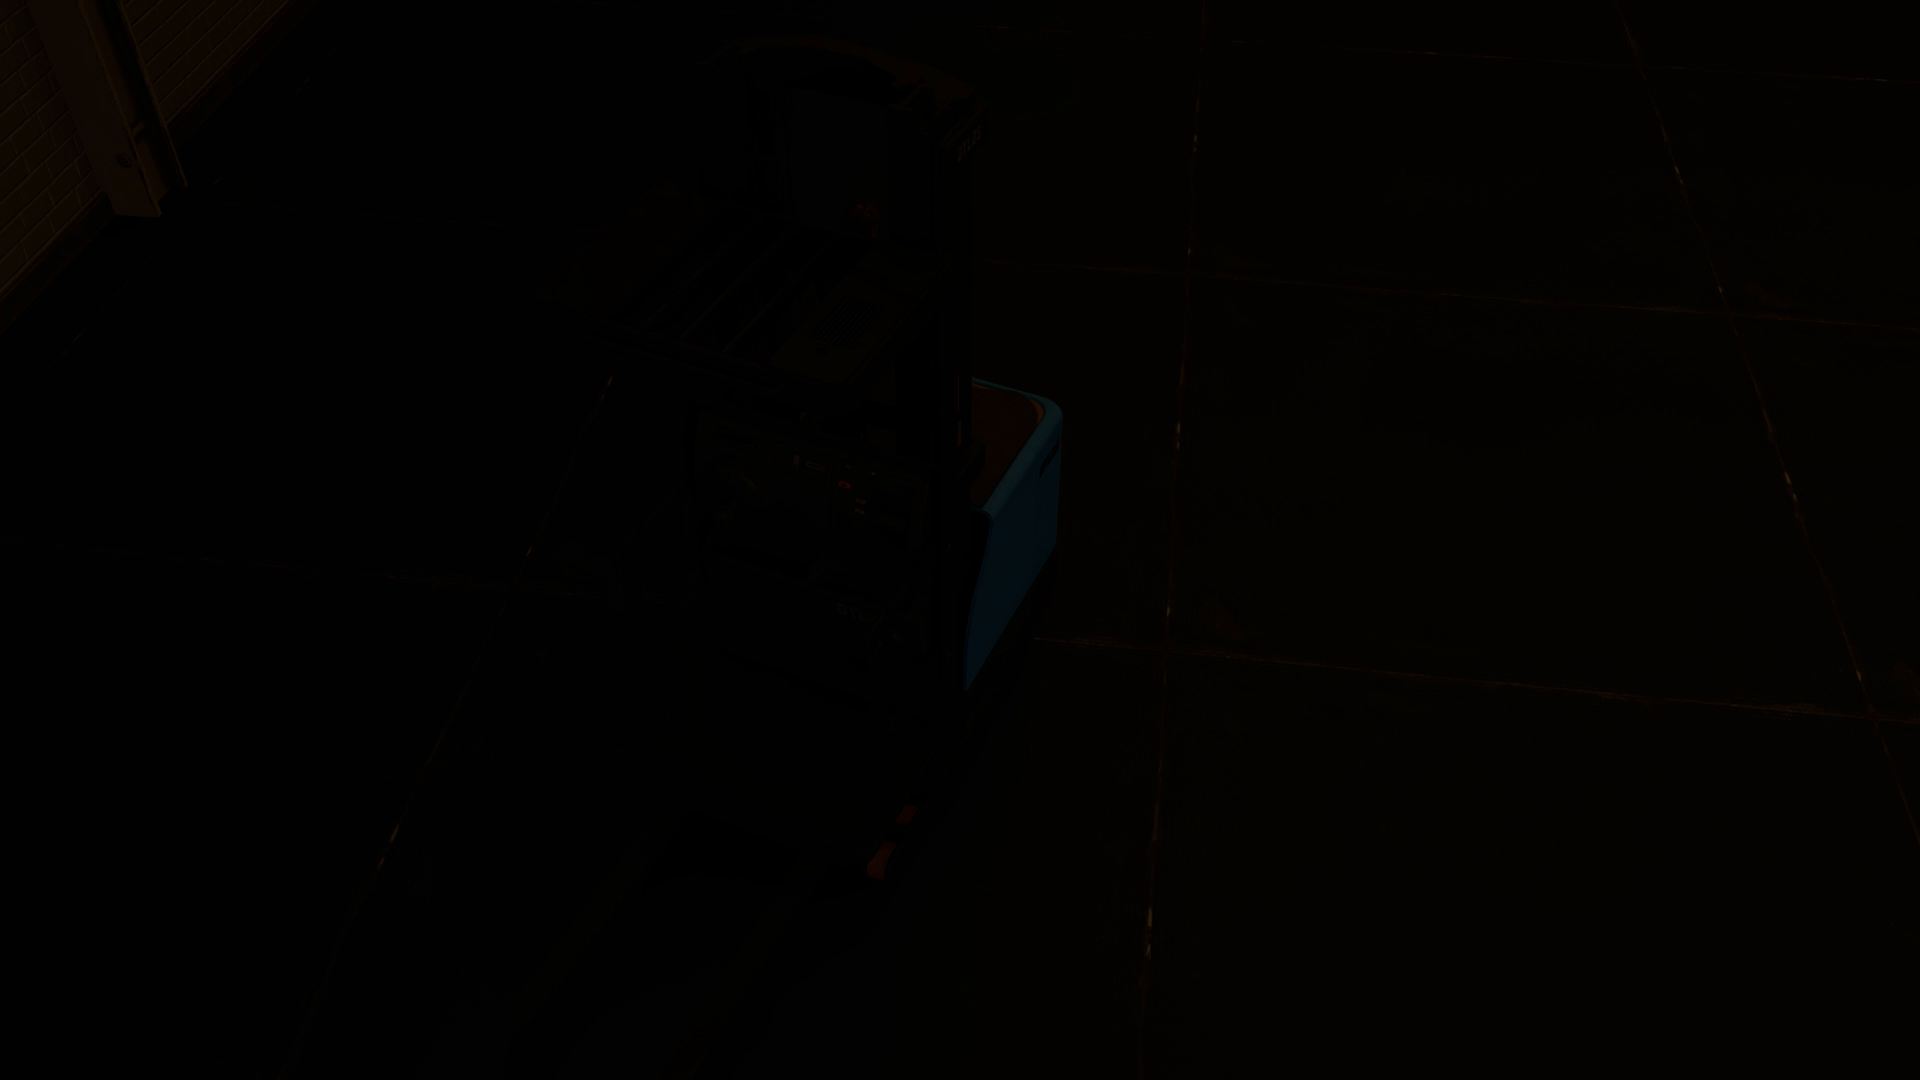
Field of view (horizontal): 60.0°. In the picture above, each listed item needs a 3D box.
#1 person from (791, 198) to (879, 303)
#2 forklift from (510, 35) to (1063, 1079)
[{"bbox_3d":[-0.461,-1.025,7.963,1.193,1.437,0.679,13,44,14],"label":"person"},{"bbox_3d":[-0.628,-0.096,5.829,1.130,2.935,3.031,17,45,18],"label":"forklift"}]
